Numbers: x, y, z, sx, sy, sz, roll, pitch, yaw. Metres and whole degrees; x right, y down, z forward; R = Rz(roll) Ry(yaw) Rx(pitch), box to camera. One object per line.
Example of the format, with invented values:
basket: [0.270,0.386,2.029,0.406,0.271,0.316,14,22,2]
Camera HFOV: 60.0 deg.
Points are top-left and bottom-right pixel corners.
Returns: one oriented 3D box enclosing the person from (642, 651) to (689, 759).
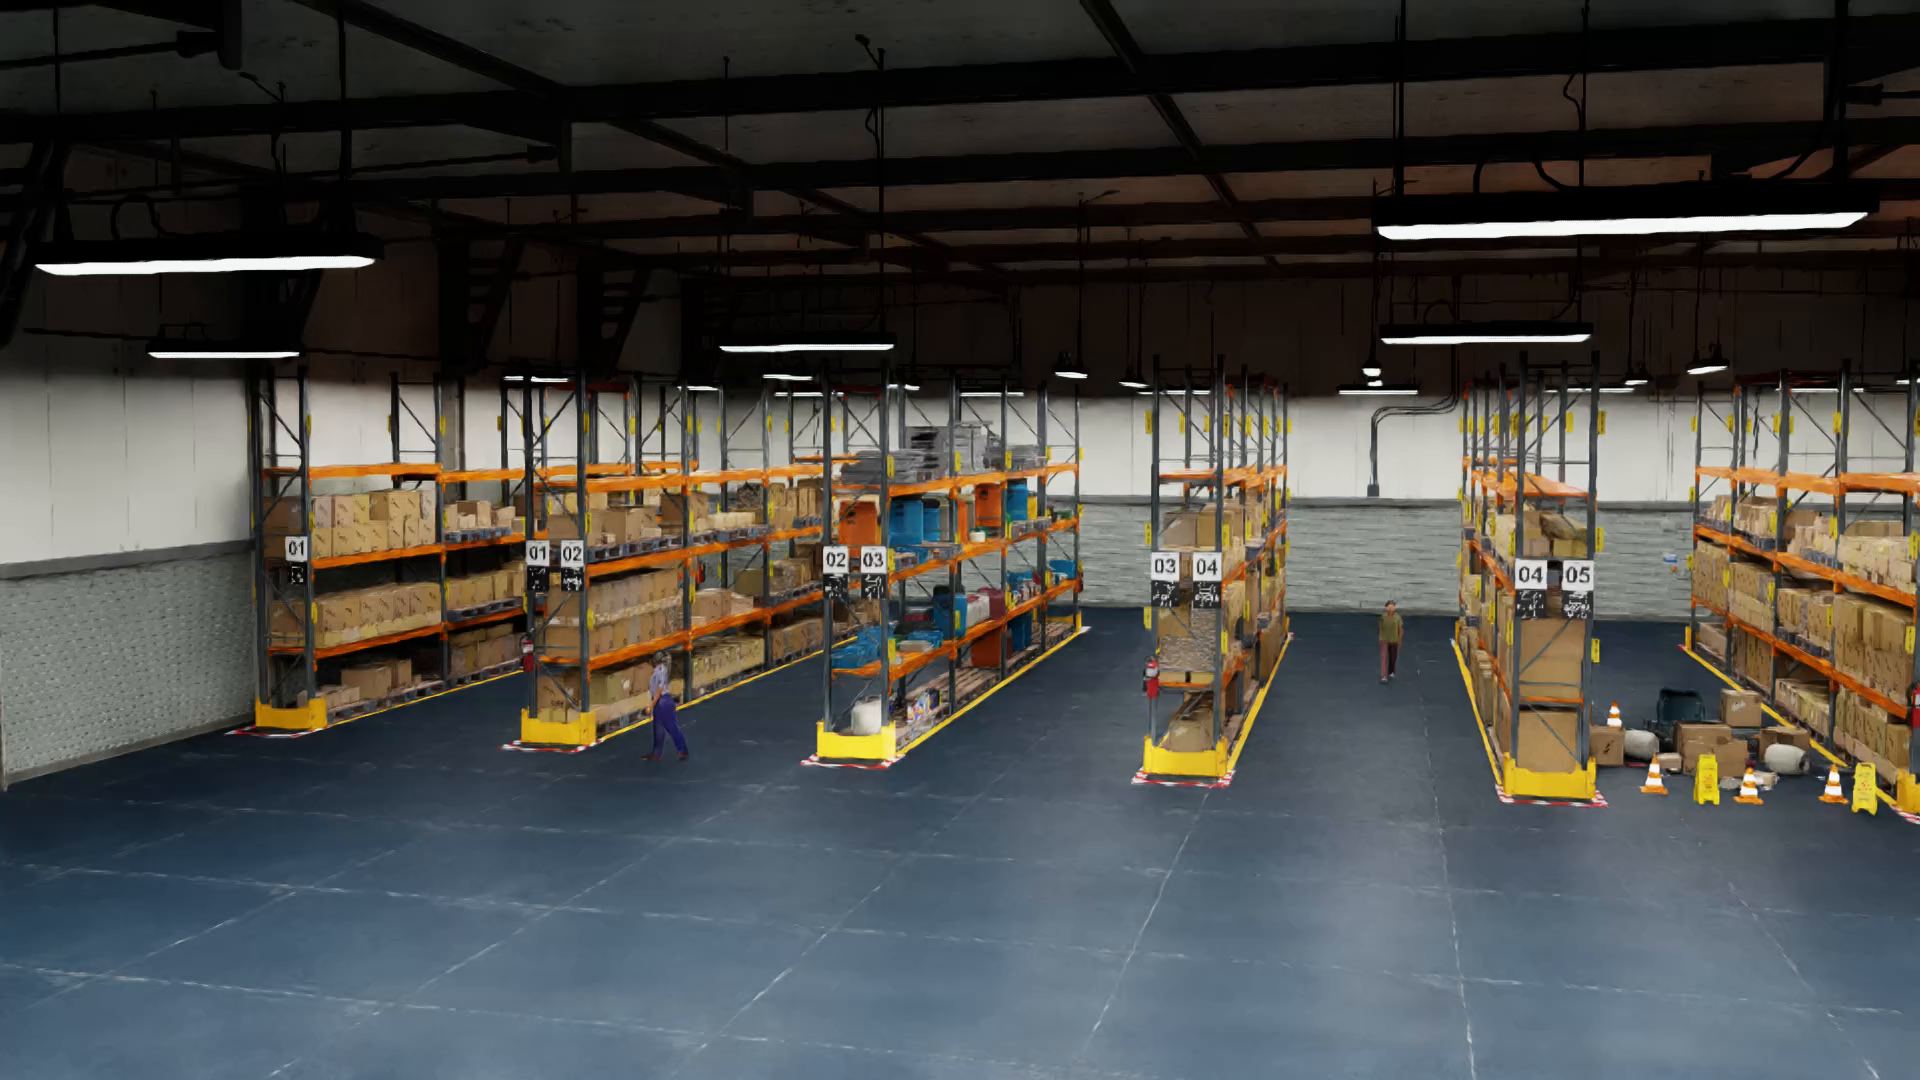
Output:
person: [-4.414,2.473,24.884,0.690,1.634,0.516,-1,4,-14]

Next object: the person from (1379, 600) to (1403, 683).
person: [8.410,1.953,32.454,0.446,1.591,1.110,1,4,12]
